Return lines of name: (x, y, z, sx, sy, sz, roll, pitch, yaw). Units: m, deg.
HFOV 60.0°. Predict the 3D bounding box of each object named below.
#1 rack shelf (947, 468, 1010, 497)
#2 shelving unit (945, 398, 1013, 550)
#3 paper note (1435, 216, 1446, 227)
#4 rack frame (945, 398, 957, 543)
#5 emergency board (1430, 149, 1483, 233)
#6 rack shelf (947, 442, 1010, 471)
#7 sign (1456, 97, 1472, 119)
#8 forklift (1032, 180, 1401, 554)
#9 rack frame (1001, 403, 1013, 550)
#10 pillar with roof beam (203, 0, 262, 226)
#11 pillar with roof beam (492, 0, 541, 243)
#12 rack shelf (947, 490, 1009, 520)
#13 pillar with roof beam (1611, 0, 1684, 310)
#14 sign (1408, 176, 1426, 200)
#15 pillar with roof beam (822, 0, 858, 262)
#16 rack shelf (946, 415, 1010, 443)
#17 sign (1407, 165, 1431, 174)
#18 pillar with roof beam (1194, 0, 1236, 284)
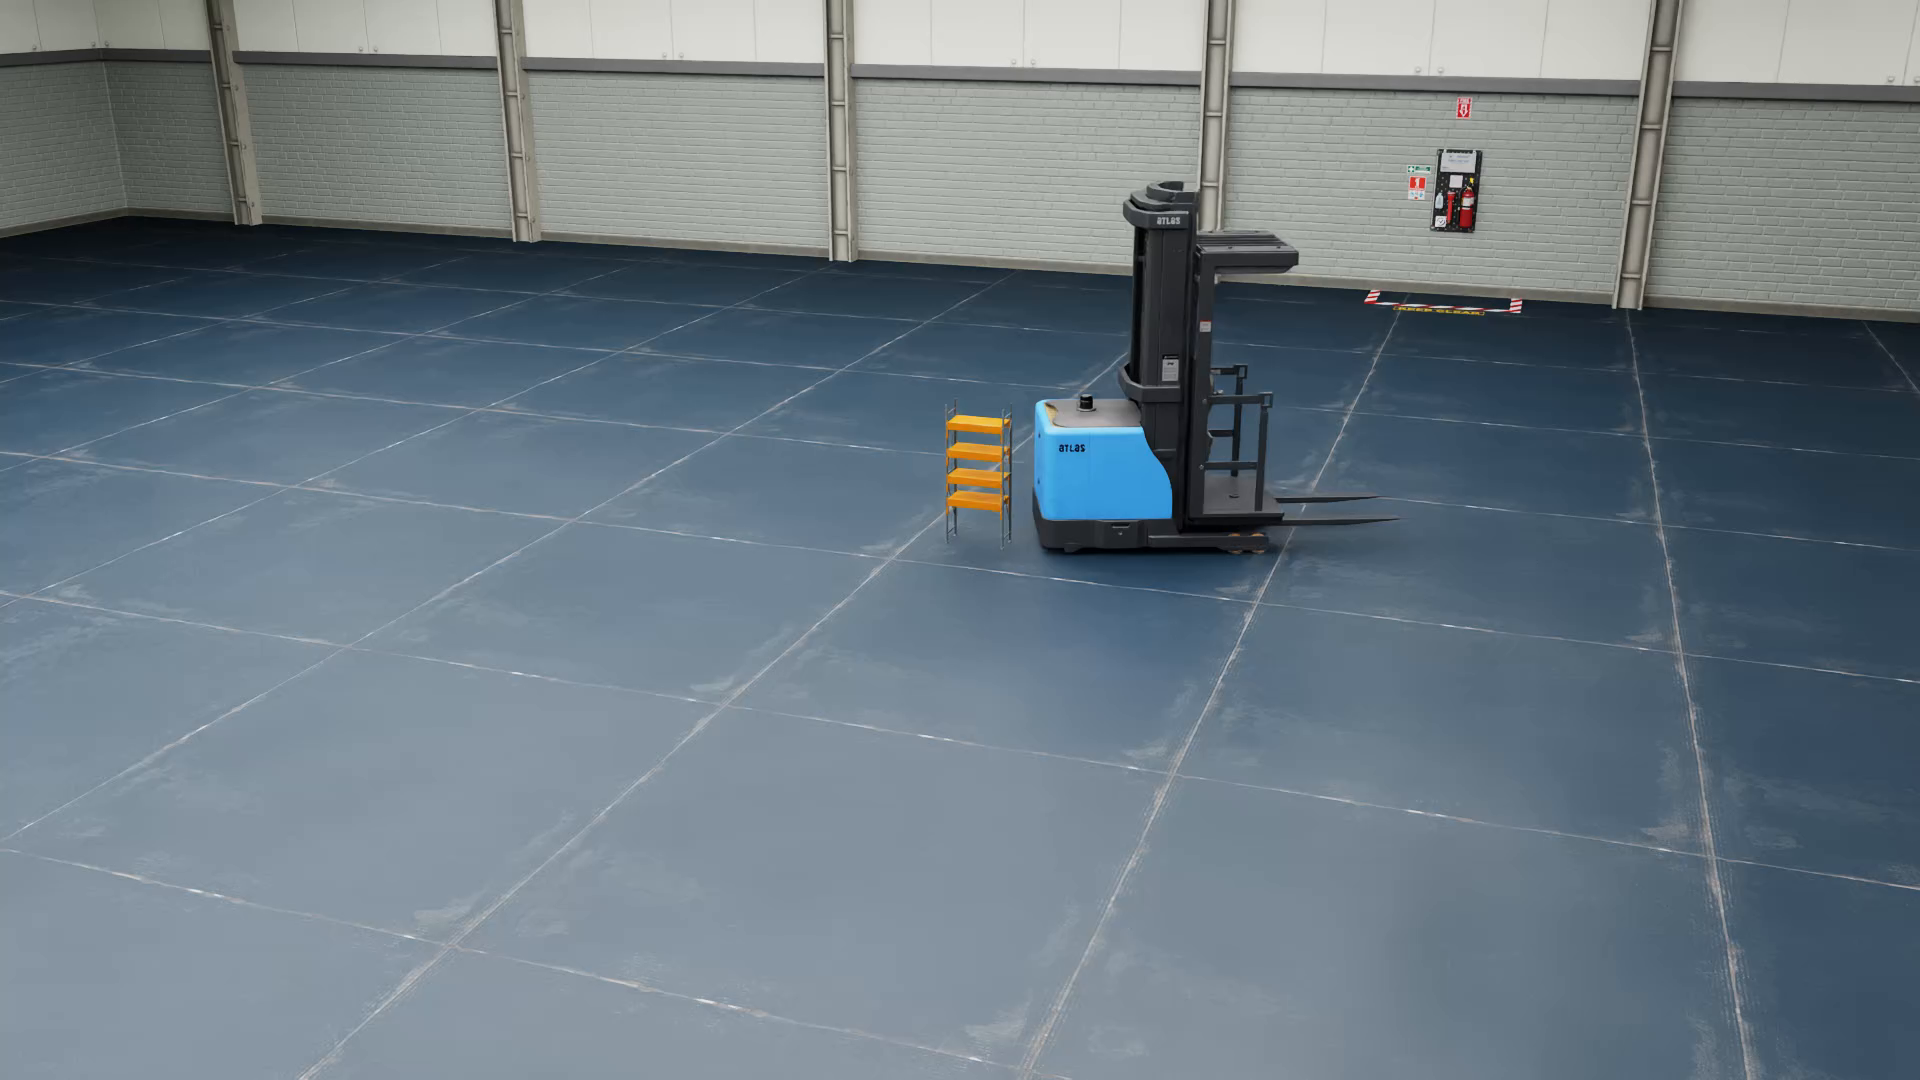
rack shelf: (0.156, -0.485, 13.850, 0.480, 0.148, 0.258, 7, 20, 18)
shelving unit: (0.156, -0.549, 13.827, 0.503, 1.200, 0.258, 7, 20, 18)
paper note: (6.968, -4.616, 24.099, 0.142, 0.148, 0.016, 7, 20, 18)
rack frame: (-0.074, -0.575, 13.903, 0.015, 1.200, 0.240, 7, 20, 18)
emergency board: (7.112, -4.991, 23.837, 0.643, 1.169, 0.194, 7, 20, 18)
rack shelf: (0.156, -0.696, 13.776, 0.480, 0.148, 0.258, 7, 20, 18)
sign: (7.137, -6.117, 23.547, 0.199, 0.298, 0.001, 7, 20, 18)
forklift: (2.165, -1.442, 13.761, 3.031, 2.935, 1.130, -1, 19, -2)
rack frame: (0.387, -0.522, 13.752, 0.015, 1.200, 0.240, 7, 20, 18)
pillar with roof beam: (-14.650, -8.799, 25.647, 0.400, 9.000, 9.100, 7, 20, 18)
pillar with roof beam: (-8.982, -8.151, 23.788, 0.400, 9.000, 9.100, 7, 20, 18)
rack shelf: (0.156, -0.298, 13.915, 0.480, 0.148, 0.258, 7, 20, 18)
pillar with roof beam: (8.021, -6.206, 18.210, 0.400, 9.000, 9.100, 7, 20, 18)
sign: (6.624, -5.100, 24.095, 0.234, 0.329, 0.001, 7, 20, 18)
pillar with roof beam: (-3.314, -7.503, 21.929, 0.400, 9.000, 9.100, 7, 20, 18)
rack shelf: (0.156, -0.920, 13.698, 0.480, 0.148, 0.258, 7, 20, 18)
sign: (6.625, -5.347, 23.998, 0.331, 0.109, 0.001, 7, 20, 18)
pillar with roof beam: (2.353, -6.855, 20.069, 0.400, 9.000, 9.100, 7, 20, 18)
